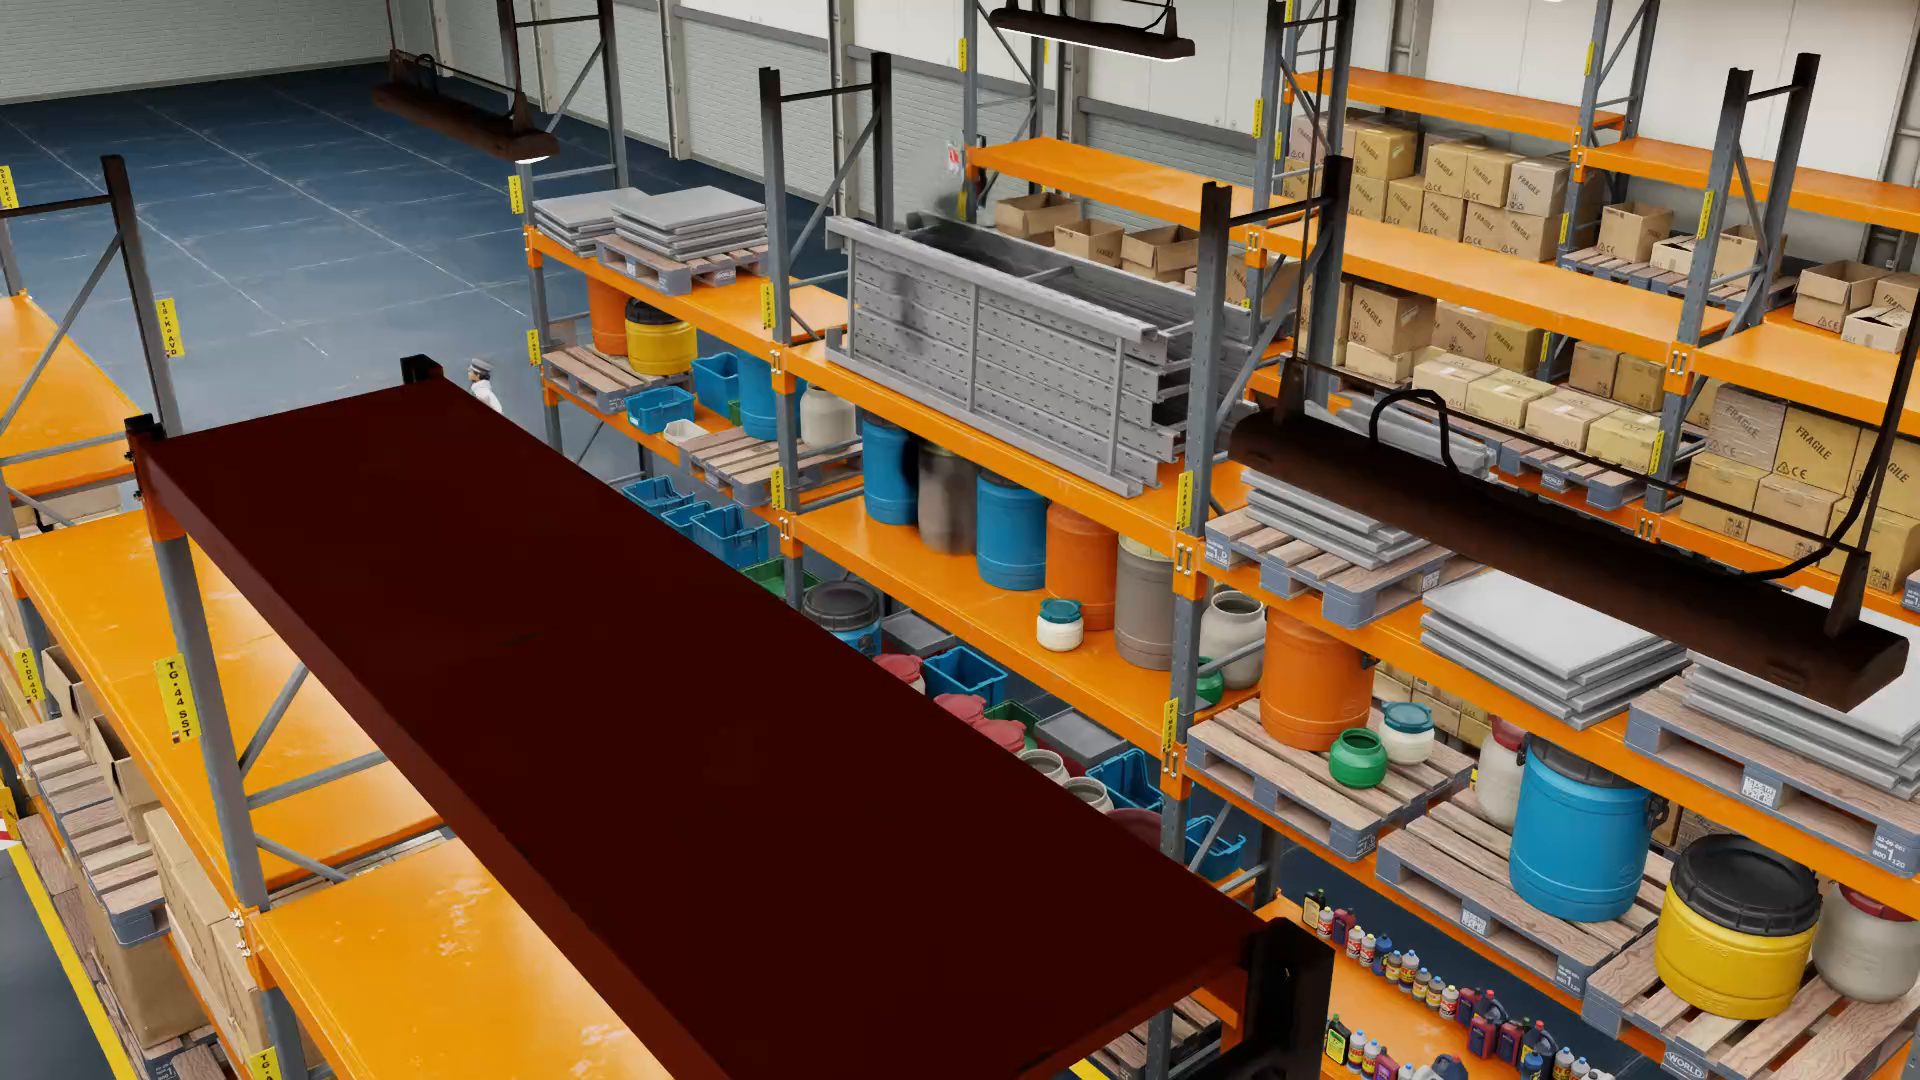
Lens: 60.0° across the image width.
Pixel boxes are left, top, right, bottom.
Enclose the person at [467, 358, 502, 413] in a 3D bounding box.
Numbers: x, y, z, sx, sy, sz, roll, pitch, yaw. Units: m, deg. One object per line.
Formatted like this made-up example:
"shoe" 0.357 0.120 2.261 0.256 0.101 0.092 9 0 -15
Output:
"person" -5.428 -1.253 18.942 0.644 1.685 0.619 -4 26 -9
